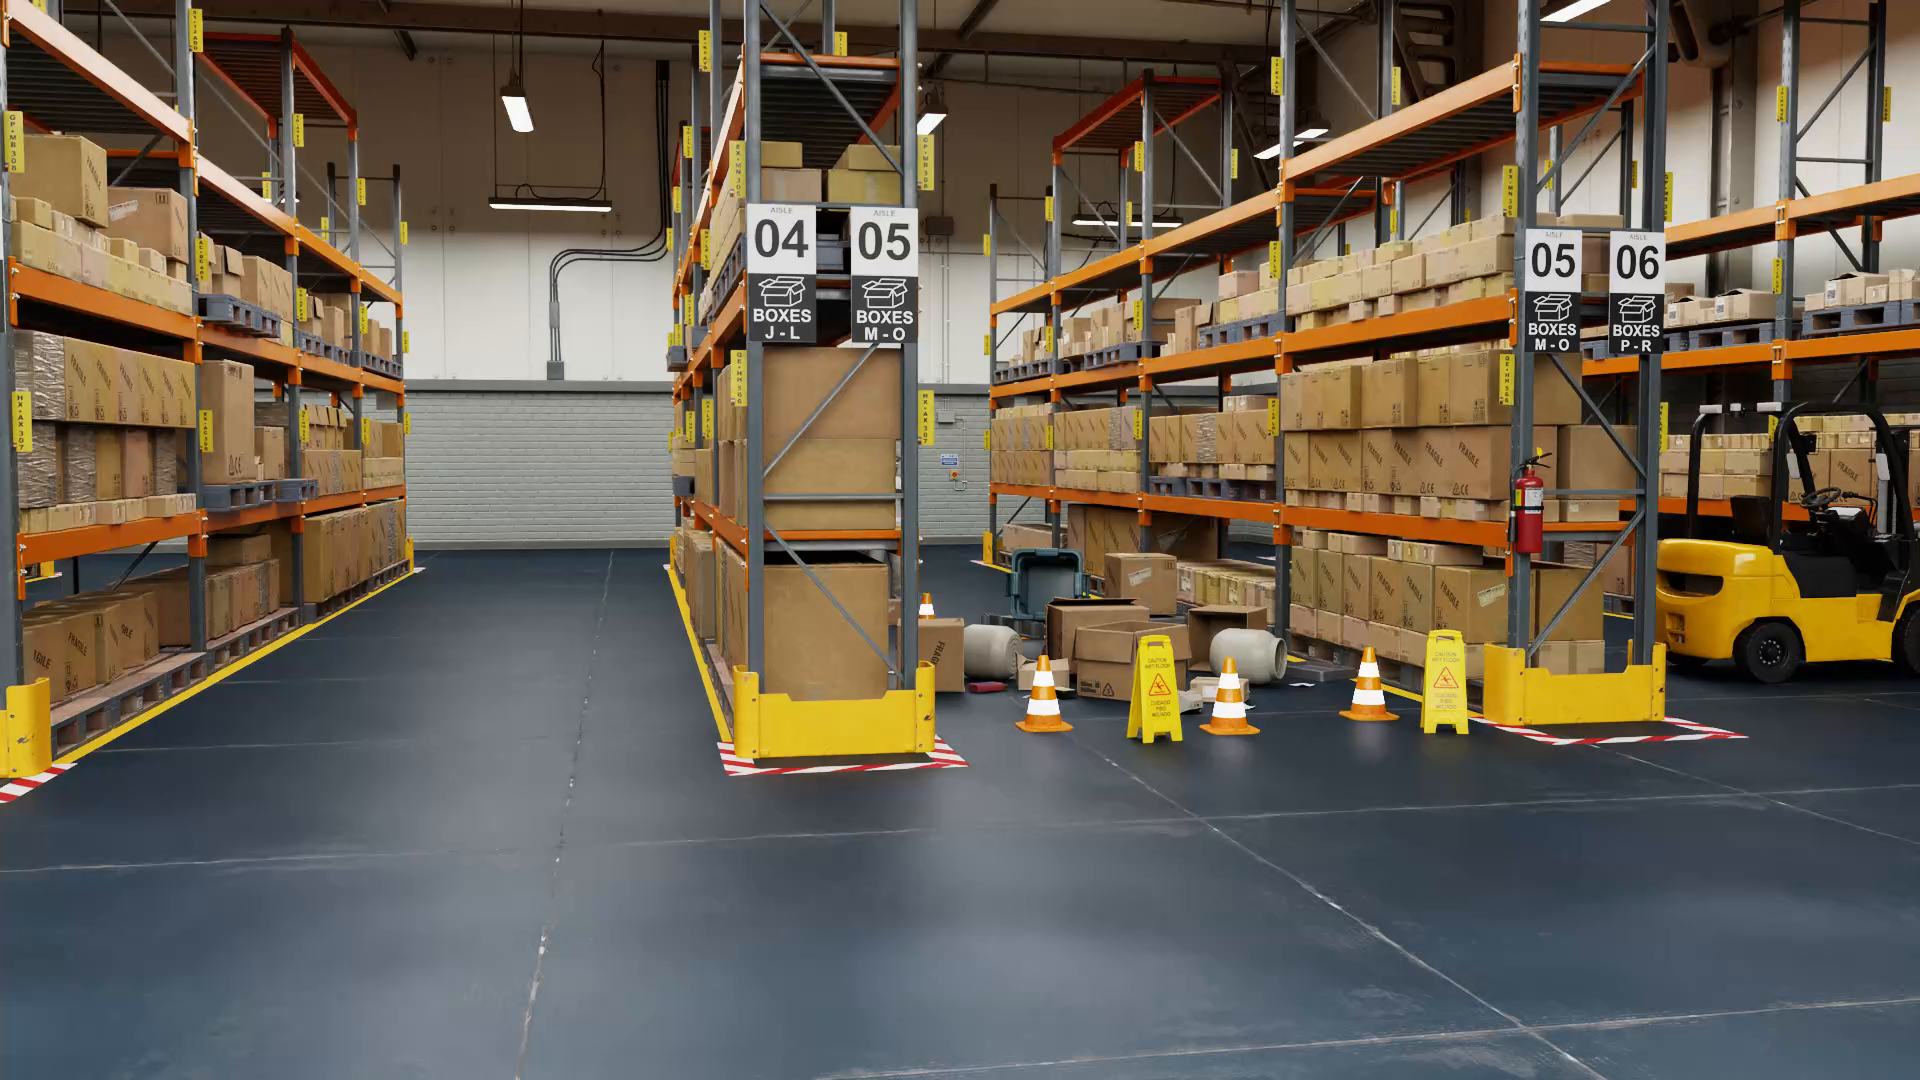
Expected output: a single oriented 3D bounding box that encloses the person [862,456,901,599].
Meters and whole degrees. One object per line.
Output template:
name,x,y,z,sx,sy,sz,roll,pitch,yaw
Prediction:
person,-0.768,-0.020,17.392,0.585,1.748,0.437,-1,3,-11
